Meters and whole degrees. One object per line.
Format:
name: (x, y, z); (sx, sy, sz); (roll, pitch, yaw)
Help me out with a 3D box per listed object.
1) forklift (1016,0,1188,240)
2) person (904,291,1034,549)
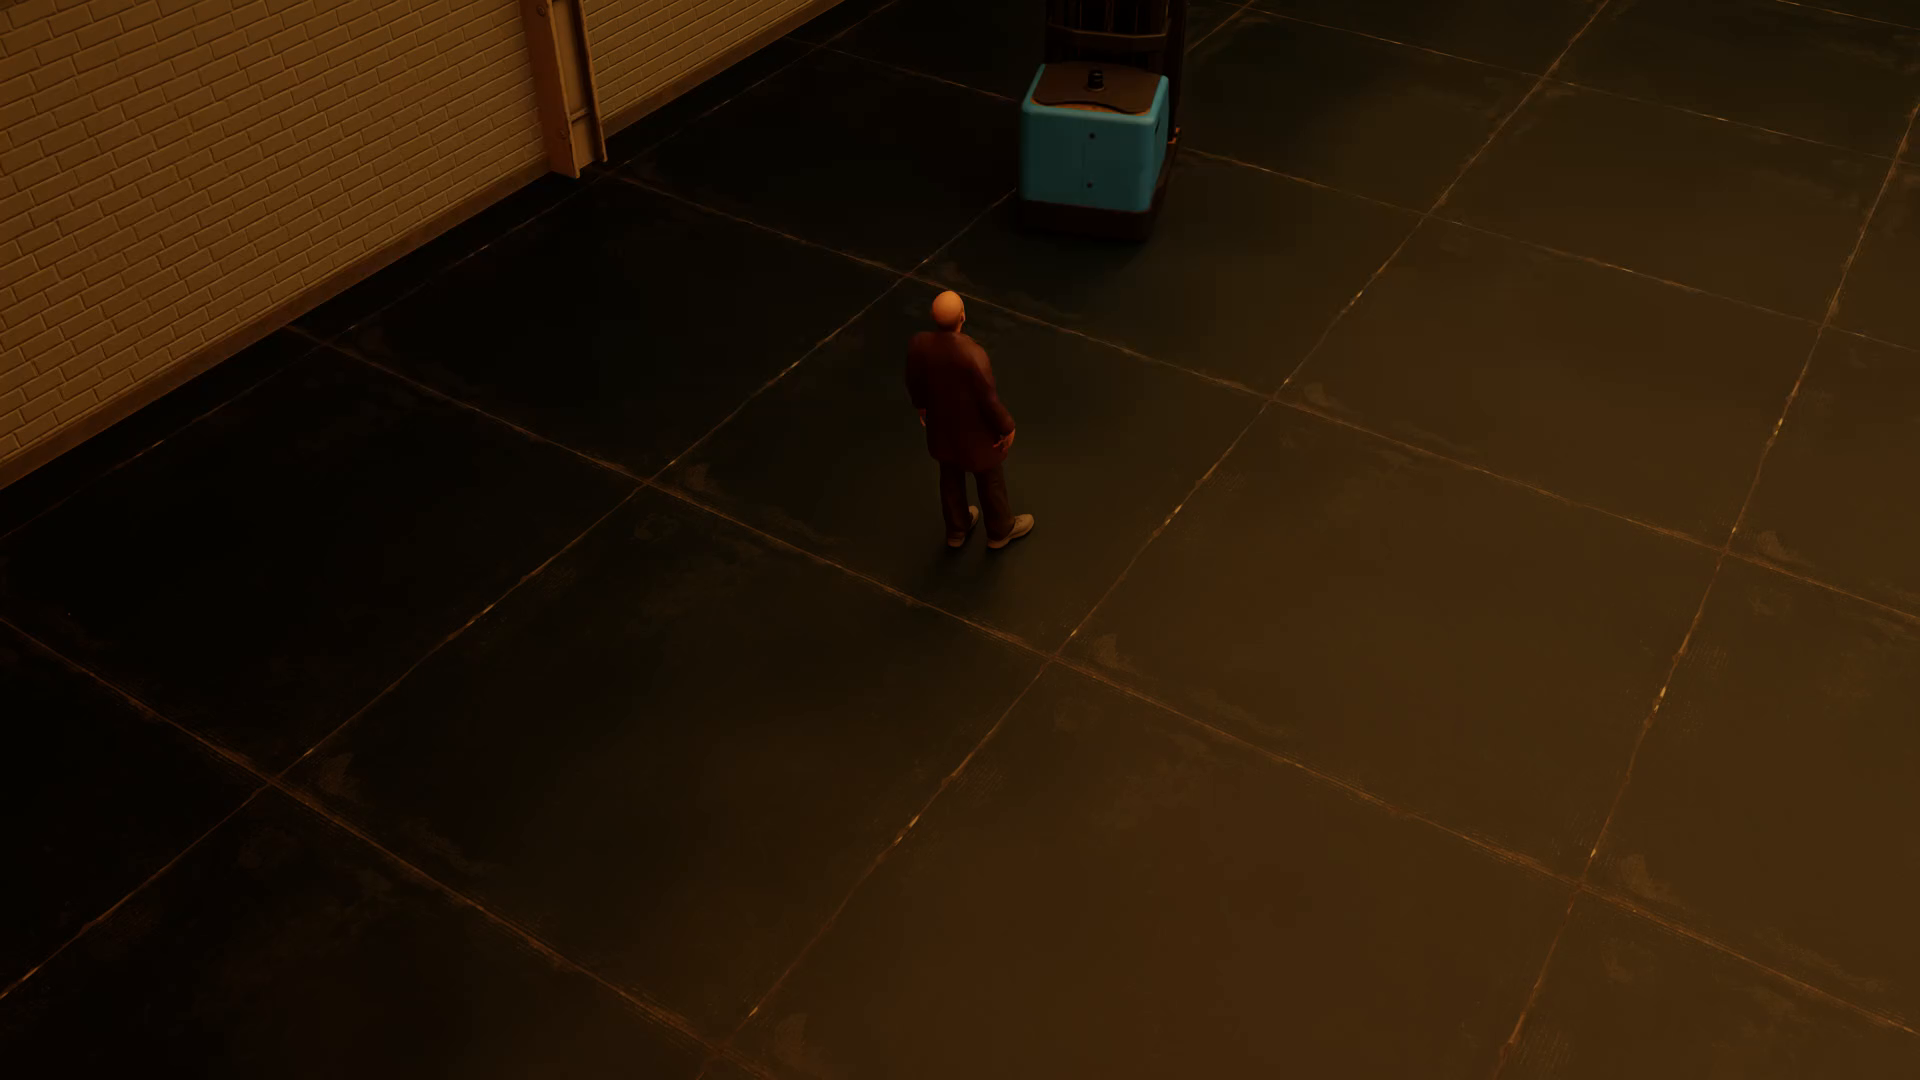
forklift: (1.276, -4.396, 13.154); (1.130, 2.935, 3.031); (9, 41, 10)
person: (0.053, -0.732, 9.711); (0.696, 1.776, 0.582); (22, 45, 24)
